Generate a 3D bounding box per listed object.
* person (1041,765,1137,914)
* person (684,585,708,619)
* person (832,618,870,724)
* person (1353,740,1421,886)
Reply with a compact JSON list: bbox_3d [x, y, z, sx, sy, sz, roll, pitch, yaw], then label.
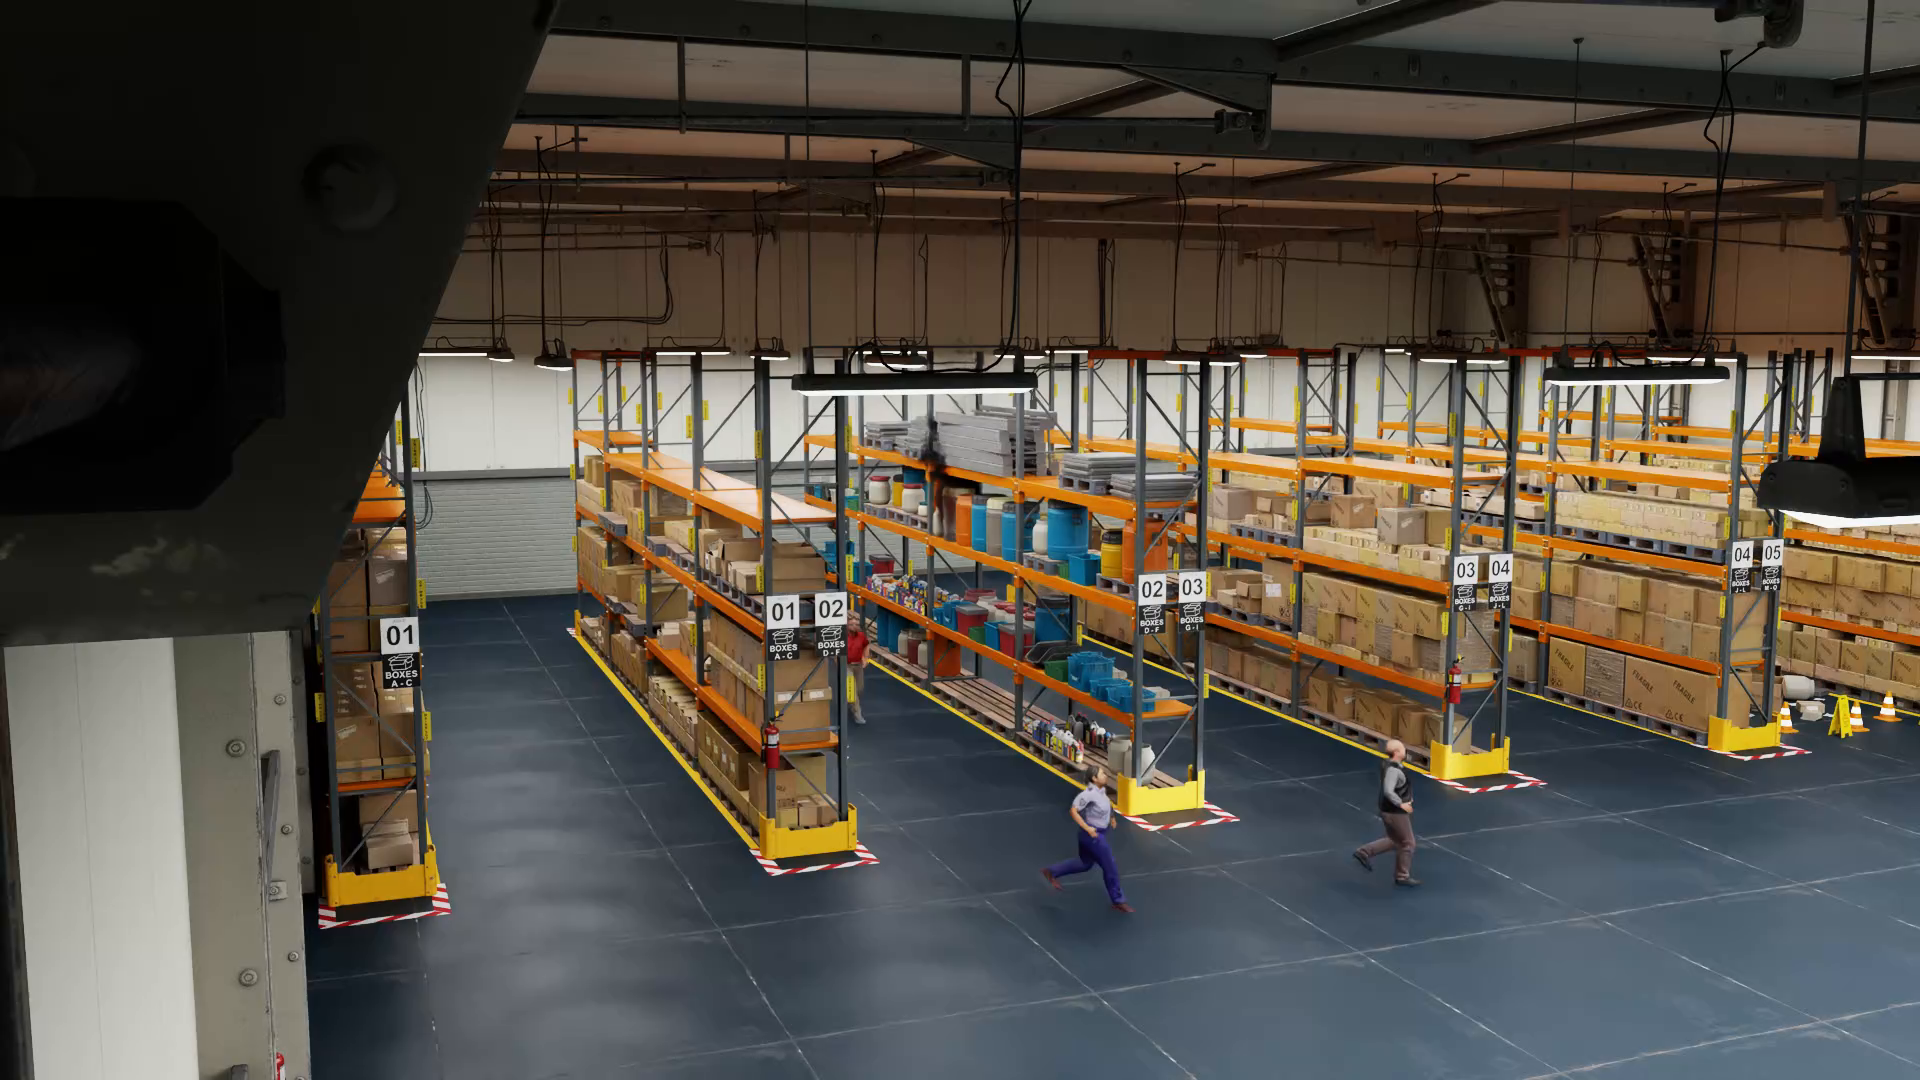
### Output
[{"bbox_3d":[1.424,3.283,18.304,1.066,1.663,0.578,1,7,7],"label":"person"},{"bbox_3d":[-5.831,1.121,35.642,1.029,1.550,0.715,6,9,40],"label":"person"},{"bbox_3d":[-1.797,2.111,27.323,0.688,1.716,0.819,-3,8,-24],"label":"person"},{"bbox_3d":[4.936,3.122,19.090,0.764,1.700,0.677,1,7,5],"label":"person"}]
